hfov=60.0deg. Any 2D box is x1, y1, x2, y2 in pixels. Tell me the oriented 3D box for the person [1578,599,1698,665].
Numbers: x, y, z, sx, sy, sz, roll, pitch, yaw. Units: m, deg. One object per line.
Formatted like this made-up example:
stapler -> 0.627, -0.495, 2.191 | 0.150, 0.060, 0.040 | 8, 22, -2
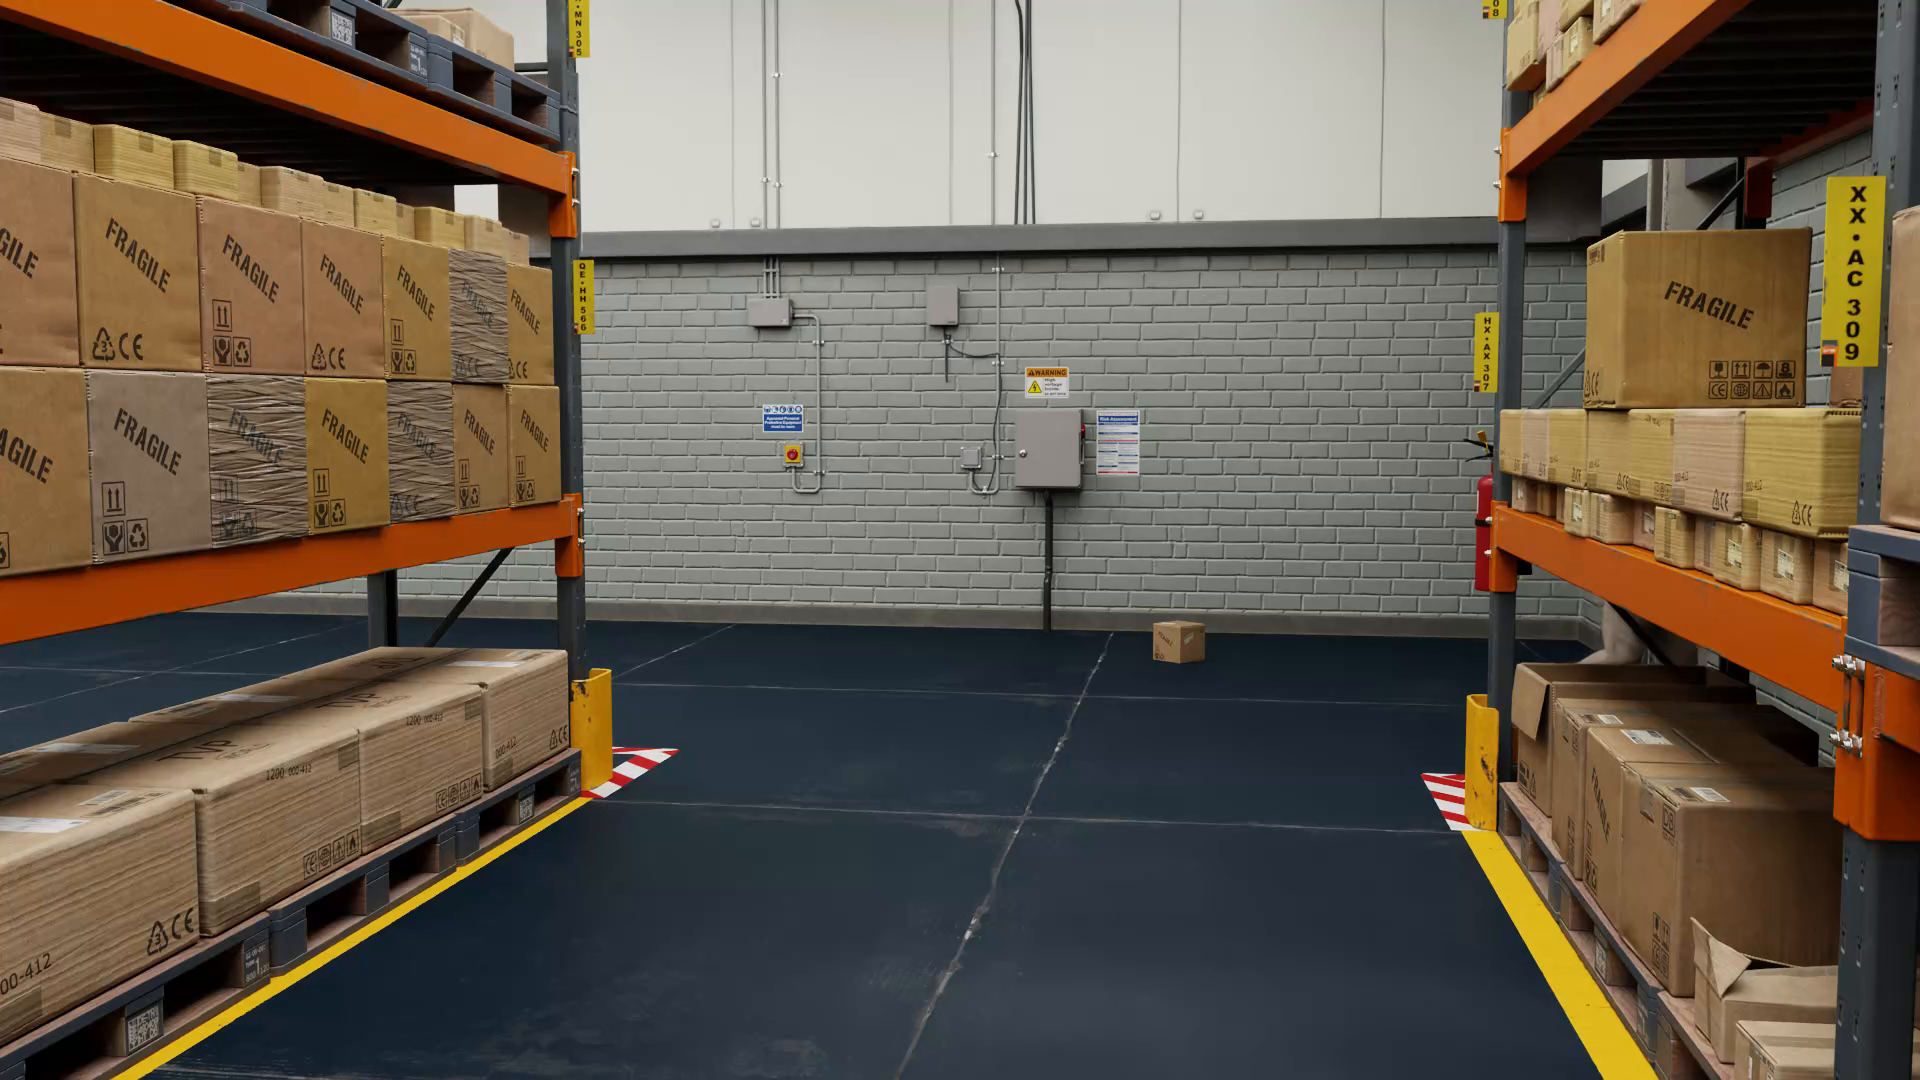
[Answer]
person -> 3.329, 0.198, 8.159 | 0.547, 1.709, 0.901 | -4, 6, -43
